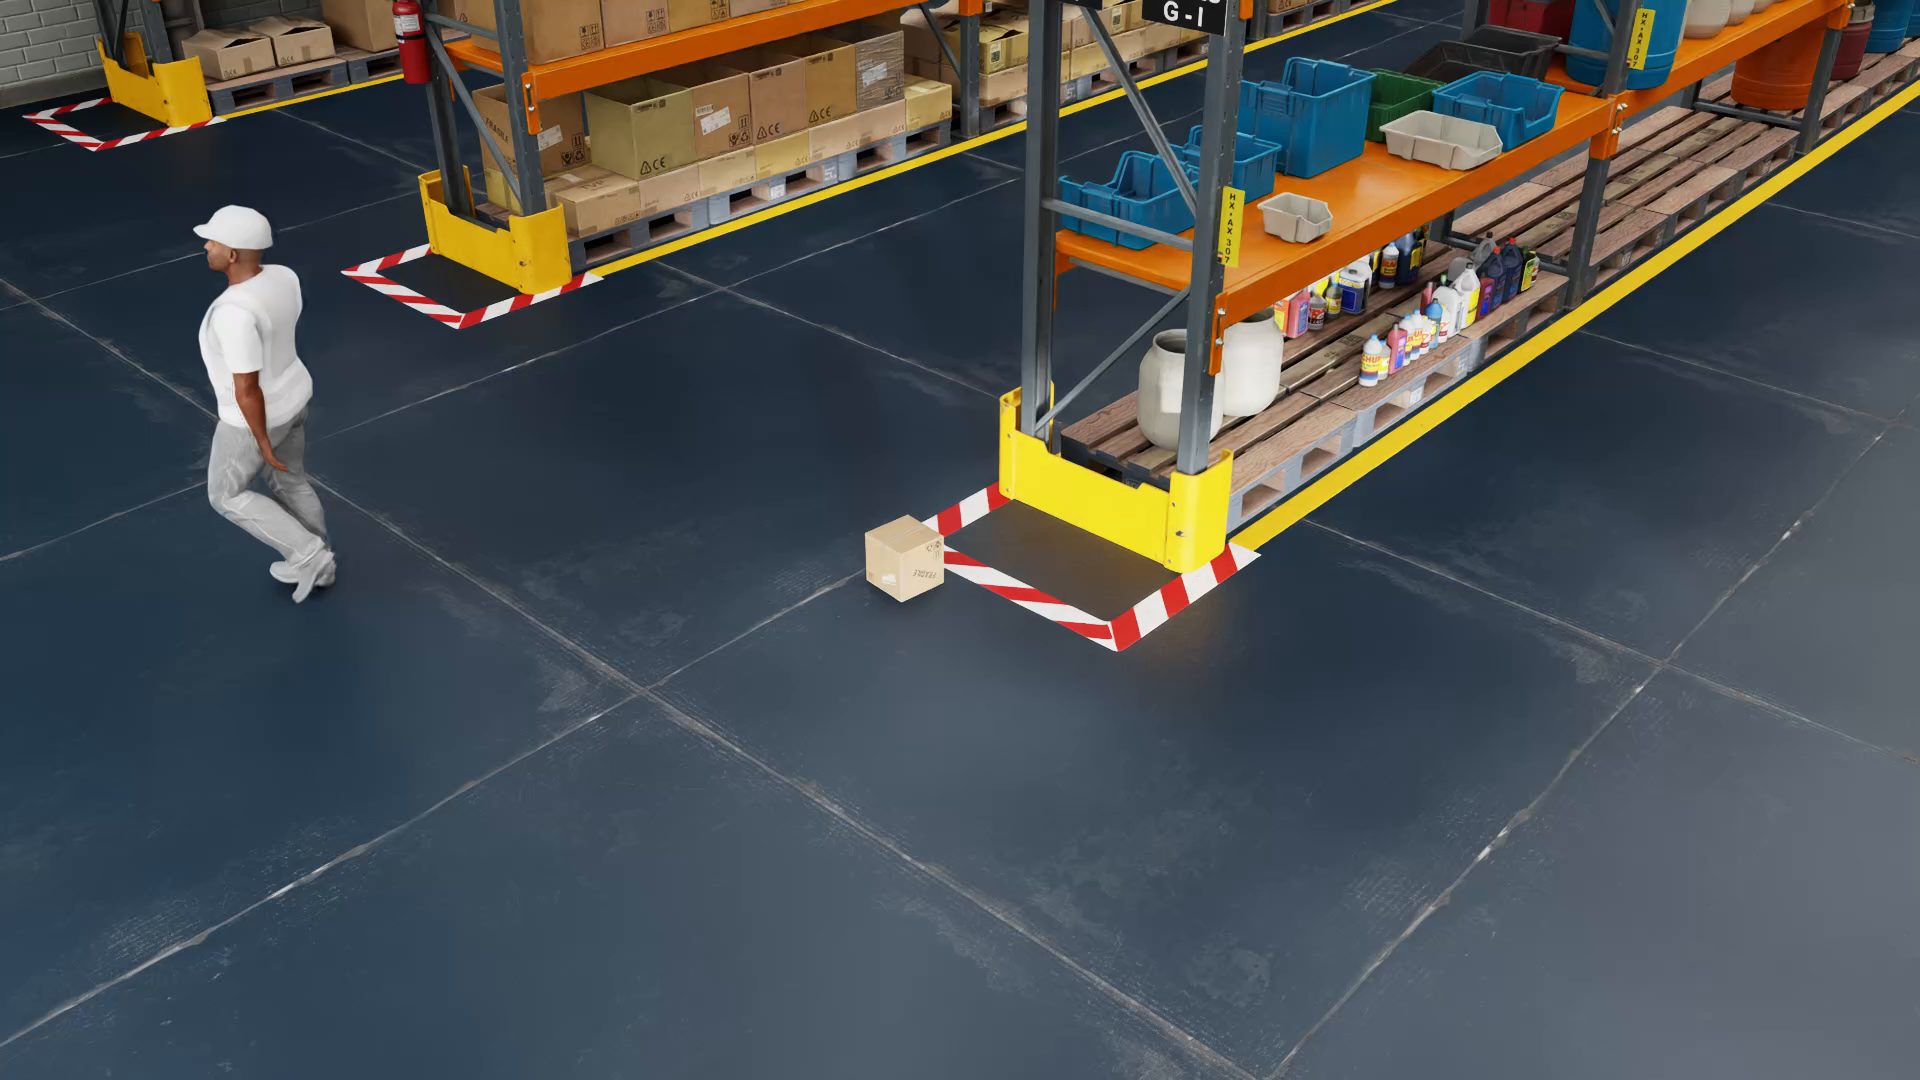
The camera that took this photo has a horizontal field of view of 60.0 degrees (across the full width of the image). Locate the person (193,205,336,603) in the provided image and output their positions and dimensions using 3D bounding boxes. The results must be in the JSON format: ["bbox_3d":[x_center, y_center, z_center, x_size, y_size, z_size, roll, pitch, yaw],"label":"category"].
[{"bbox_3d":[-2.926,-0.552,6.980,0.476,1.756,0.562,5,31,8],"label":"person"}]
